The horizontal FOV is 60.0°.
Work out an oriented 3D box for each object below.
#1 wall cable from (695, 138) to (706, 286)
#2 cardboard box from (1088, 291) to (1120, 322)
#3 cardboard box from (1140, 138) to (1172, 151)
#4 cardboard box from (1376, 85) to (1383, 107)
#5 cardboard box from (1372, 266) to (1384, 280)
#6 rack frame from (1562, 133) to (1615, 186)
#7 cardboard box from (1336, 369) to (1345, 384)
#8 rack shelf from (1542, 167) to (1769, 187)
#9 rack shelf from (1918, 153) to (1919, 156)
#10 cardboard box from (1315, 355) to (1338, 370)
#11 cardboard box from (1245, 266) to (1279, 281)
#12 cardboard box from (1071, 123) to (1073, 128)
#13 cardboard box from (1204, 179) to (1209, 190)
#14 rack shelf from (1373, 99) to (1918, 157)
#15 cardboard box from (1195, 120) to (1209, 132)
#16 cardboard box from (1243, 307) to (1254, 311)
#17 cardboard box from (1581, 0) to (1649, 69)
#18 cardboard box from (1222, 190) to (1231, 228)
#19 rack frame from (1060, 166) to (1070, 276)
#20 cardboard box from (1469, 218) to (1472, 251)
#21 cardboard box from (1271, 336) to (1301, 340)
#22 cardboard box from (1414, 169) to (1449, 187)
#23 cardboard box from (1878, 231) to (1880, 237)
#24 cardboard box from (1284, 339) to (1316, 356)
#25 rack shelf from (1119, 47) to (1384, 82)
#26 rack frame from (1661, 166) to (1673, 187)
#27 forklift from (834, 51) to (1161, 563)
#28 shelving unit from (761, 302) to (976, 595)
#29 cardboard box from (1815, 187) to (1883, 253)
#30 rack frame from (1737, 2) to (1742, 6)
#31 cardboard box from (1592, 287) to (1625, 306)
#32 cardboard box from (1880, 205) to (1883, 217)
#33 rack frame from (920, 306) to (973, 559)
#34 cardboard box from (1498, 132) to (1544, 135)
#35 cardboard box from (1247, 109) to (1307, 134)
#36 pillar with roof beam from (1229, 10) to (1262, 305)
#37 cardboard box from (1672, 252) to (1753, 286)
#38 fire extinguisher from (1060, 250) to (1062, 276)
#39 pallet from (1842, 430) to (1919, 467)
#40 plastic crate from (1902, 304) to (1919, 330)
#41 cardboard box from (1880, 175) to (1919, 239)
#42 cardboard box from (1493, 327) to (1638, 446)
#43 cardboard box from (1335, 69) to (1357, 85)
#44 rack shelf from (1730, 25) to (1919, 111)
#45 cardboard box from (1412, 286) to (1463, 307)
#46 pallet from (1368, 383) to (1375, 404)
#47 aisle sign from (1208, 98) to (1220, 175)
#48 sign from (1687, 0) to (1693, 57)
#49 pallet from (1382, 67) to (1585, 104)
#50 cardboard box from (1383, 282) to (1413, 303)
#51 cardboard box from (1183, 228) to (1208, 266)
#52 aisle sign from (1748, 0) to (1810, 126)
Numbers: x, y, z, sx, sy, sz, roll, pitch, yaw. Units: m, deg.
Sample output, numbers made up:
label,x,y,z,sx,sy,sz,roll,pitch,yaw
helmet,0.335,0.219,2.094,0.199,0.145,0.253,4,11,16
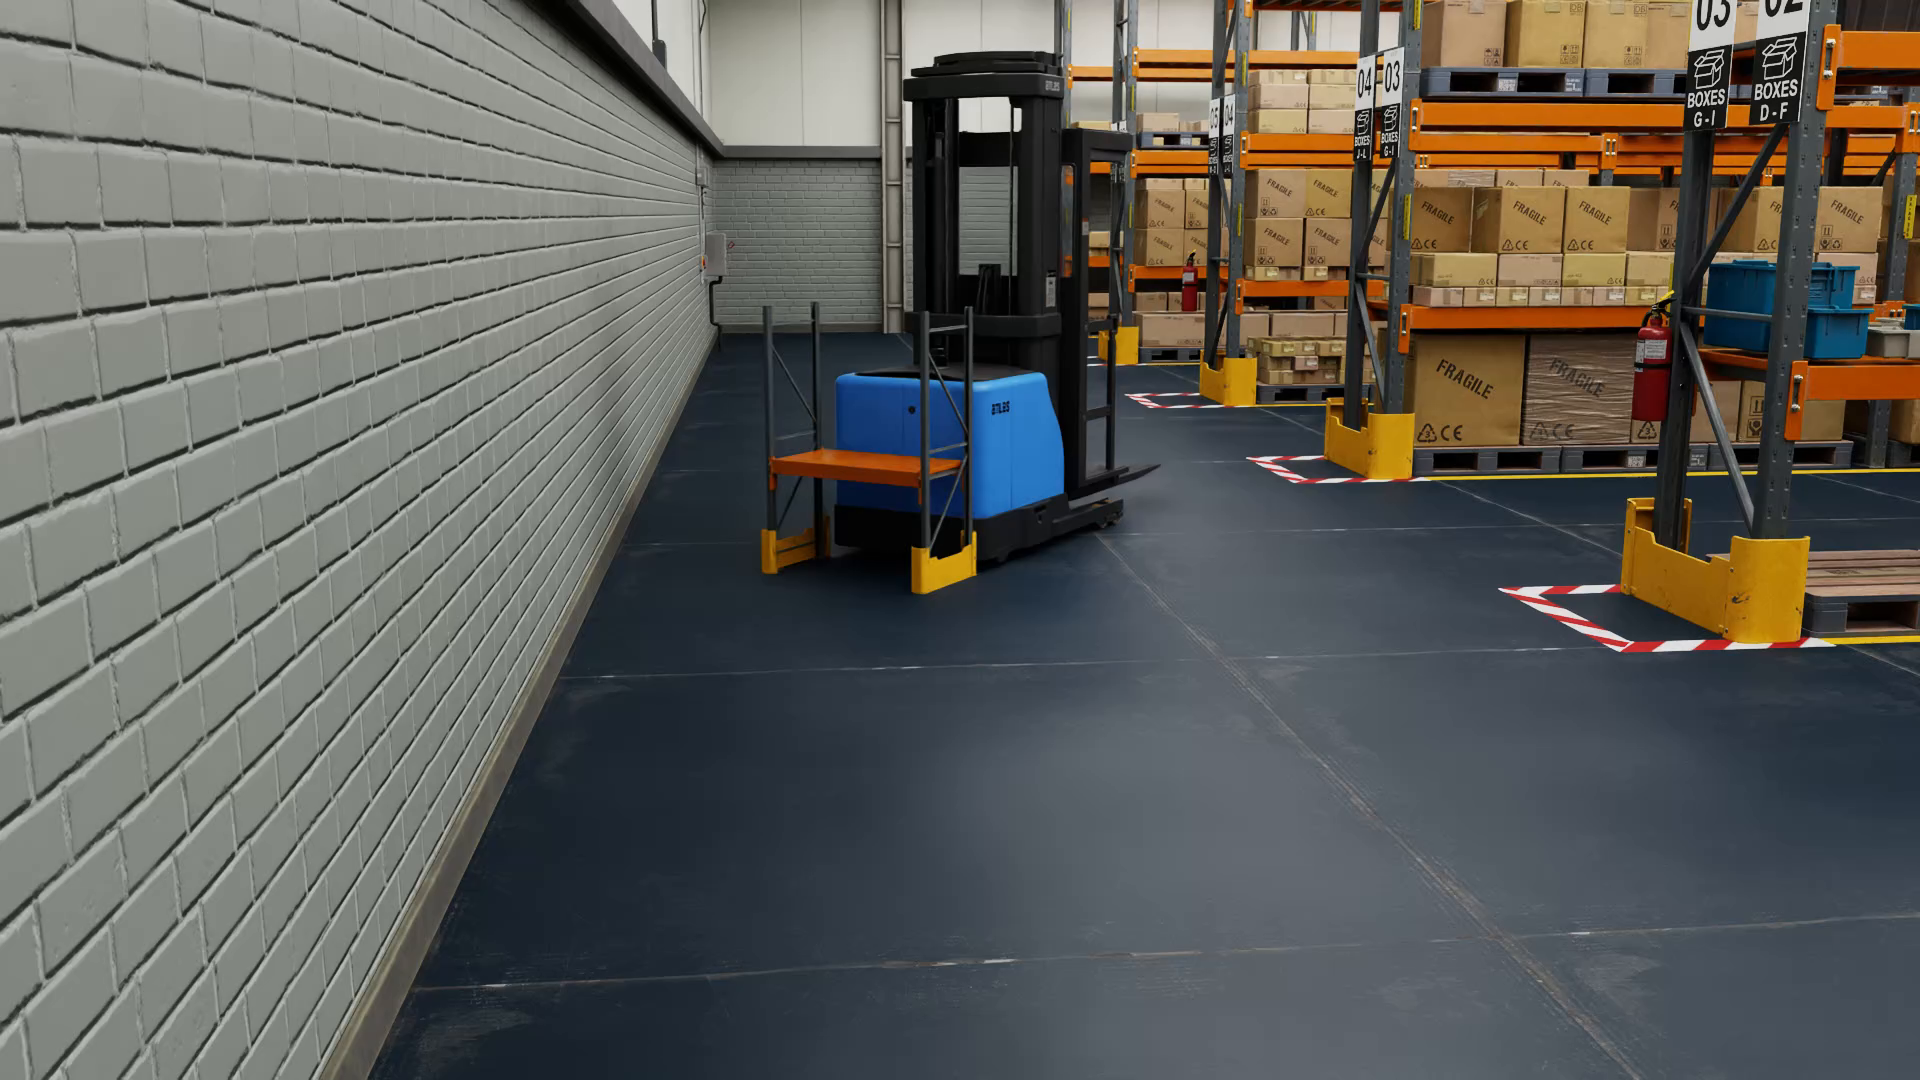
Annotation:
label,x,y,z,sx,sy,sz,roll,pitch,yaw
wall cable,-3.403,-4.340,21.952,0.123,1.953,0.585,-1,11,-6
cardboard box,2.279,-3.875,27.688,0.637,0.503,0.797,-2,11,-8
cardboard box,3.145,-6.424,27.108,0.500,0.250,0.500,-2,11,-8
cardboard box,4.322,-4.623,17.424,0.500,0.250,0.500,-1,11,-5
cardboard box,4.478,-2.862,17.803,0.250,0.149,0.380,-1,11,-7
rack frame,6.812,-3.084,18.280,0.127,3.000,1.000,-1,11,-6
cardboard box,4.155,-1.769,17.894,0.250,0.149,0.380,-1,11,-5
rack shelf,11.602,-6.227,28.355,4.000,0.370,1.077,-1,11,-6
rack shelf,12.777,-4.328,18.695,4.000,0.370,1.077,-1,11,-6
cardboard box,3.896,-1.933,17.953,0.250,0.149,0.380,-1,11,-5
cardboard box,3.193,-2.821,17.595,0.250,0.149,0.380,-1,11,-7
cardboard box,2.073,-6.752,27.483,0.500,0.250,0.500,-2,11,-8
cardboard box,3.367,-4.772,22.331,0.250,0.149,0.380,-2,11,-8
rack shelf,5.259,-3.208,12.999,4.000,0.370,1.077,-1,11,-6
cardboard box,3.307,-5.530,22.249,0.250,0.149,0.380,-1,11,-4
cardboard box,4.760,-3.772,27.779,0.258,0.266,0.396,-1,11,-4
cardboard box,4.863,-3.853,12.809,0.500,0.500,0.700,-2,11,-10
cardboard box,3.732,-4.467,22.464,0.500,0.500,0.500,-1,11,-7
rack frame,1.661,-4.900,27.515,0.127,3.000,1.000,-1,11,-6
cardboard box,5.351,-3.194,17.809,0.500,0.500,0.500,-1,11,-6
cardboard box,3.591,-2.154,18.307,0.250,0.149,0.380,-1,11,-5
cardboard box,4.837,-3.674,17.660,0.500,0.500,0.500,-2,11,-8
cardboard box,9.820,-3.287,18.102,0.250,0.149,0.380,-1,11,-5
cardboard box,3.654,-2.074,17.904,0.250,0.149,0.380,-1,11,-5
rack shelf,4.189,-6.384,22.415,4.000,0.370,1.077,-1,11,-6
rack frame,10.154,-4.115,23.521,0.127,3.000,1.000,-1,11,-6
forklift,0.417,-1.547,10.638,1.130,2.935,3.031,6,13,29
shelving unit,-0.516,-0.544,9.244,1.083,1.500,0.587,6,13,30
cardboard box,6.819,-2.510,13.034,0.500,0.500,0.500,-1,11,-4
rack frame,3.806,-4.041,7.596,0.127,3.000,1.000,-1,11,-6
cardboard box,4.937,-1.896,12.885,0.250,0.149,0.380,-1,11,-7
cardboard box,12.689,-4.525,23.491,0.500,0.500,0.500,-1,11,-4
rack frame,-0.069,-0.493,8.987,0.032,1.500,0.500,6,13,30
cardboard box,5.856,-4.412,17.648,0.500,0.250,0.500,-1,11,-6
cardboard box,3.310,-4.359,17.379,0.500,0.250,0.500,-1,11,-4
pillar with roof beam,5.313,-7.259,23.966,0.400,9.000,9.100,-1,11,-6
cardboard box,5.815,-2.122,13.002,0.500,0.250,0.500,-1,11,-5
fire extinguisher,1.565,-4.587,27.092,0.183,0.674,0.296,-1,11,-6
pallet,8.006,-0.793,13.855,1.213,0.211,1.003,-1,11,-6
plastic crate,4.741,-1.001,7.960,0.300,0.233,0.416,-1,11,-6
cardboard box,7.882,-2.687,13.400,0.637,0.503,0.797,-1,11,-8
cardboard box,4.803,-1.259,13.413,0.875,0.875,0.875,-1,11,-6
cardboard box,3.957,-4.801,17.298,0.250,0.149,0.380,-1,11,-5
rack shelf,5.794,-2.258,8.167,4.000,0.370,1.077,-1,11,-6
cardboard box,3.659,-1.868,12.747,0.250,0.149,0.380,-1,11,-5
pallet,4.933,-1.669,18.311,1.213,0.211,1.003,-1,11,-6
aisle sign,2.731,-4.332,17.890,0.004,0.787,0.394,-1,11,-6
sign,3.730,-2.623,8.431,0.005,0.325,0.100,-1,11,-6
pallet,4.007,-3.493,12.815,1.213,0.211,1.003,-1,11,-6
cardboard box,3.589,-1.995,13.390,0.250,0.149,0.380,-1,11,-5
cardboard box,3.209,-3.968,22.516,0.500,0.500,0.500,-1,11,-7
aisle sign,3.766,-2.315,7.627,0.004,0.787,0.394,-1,11,-6
